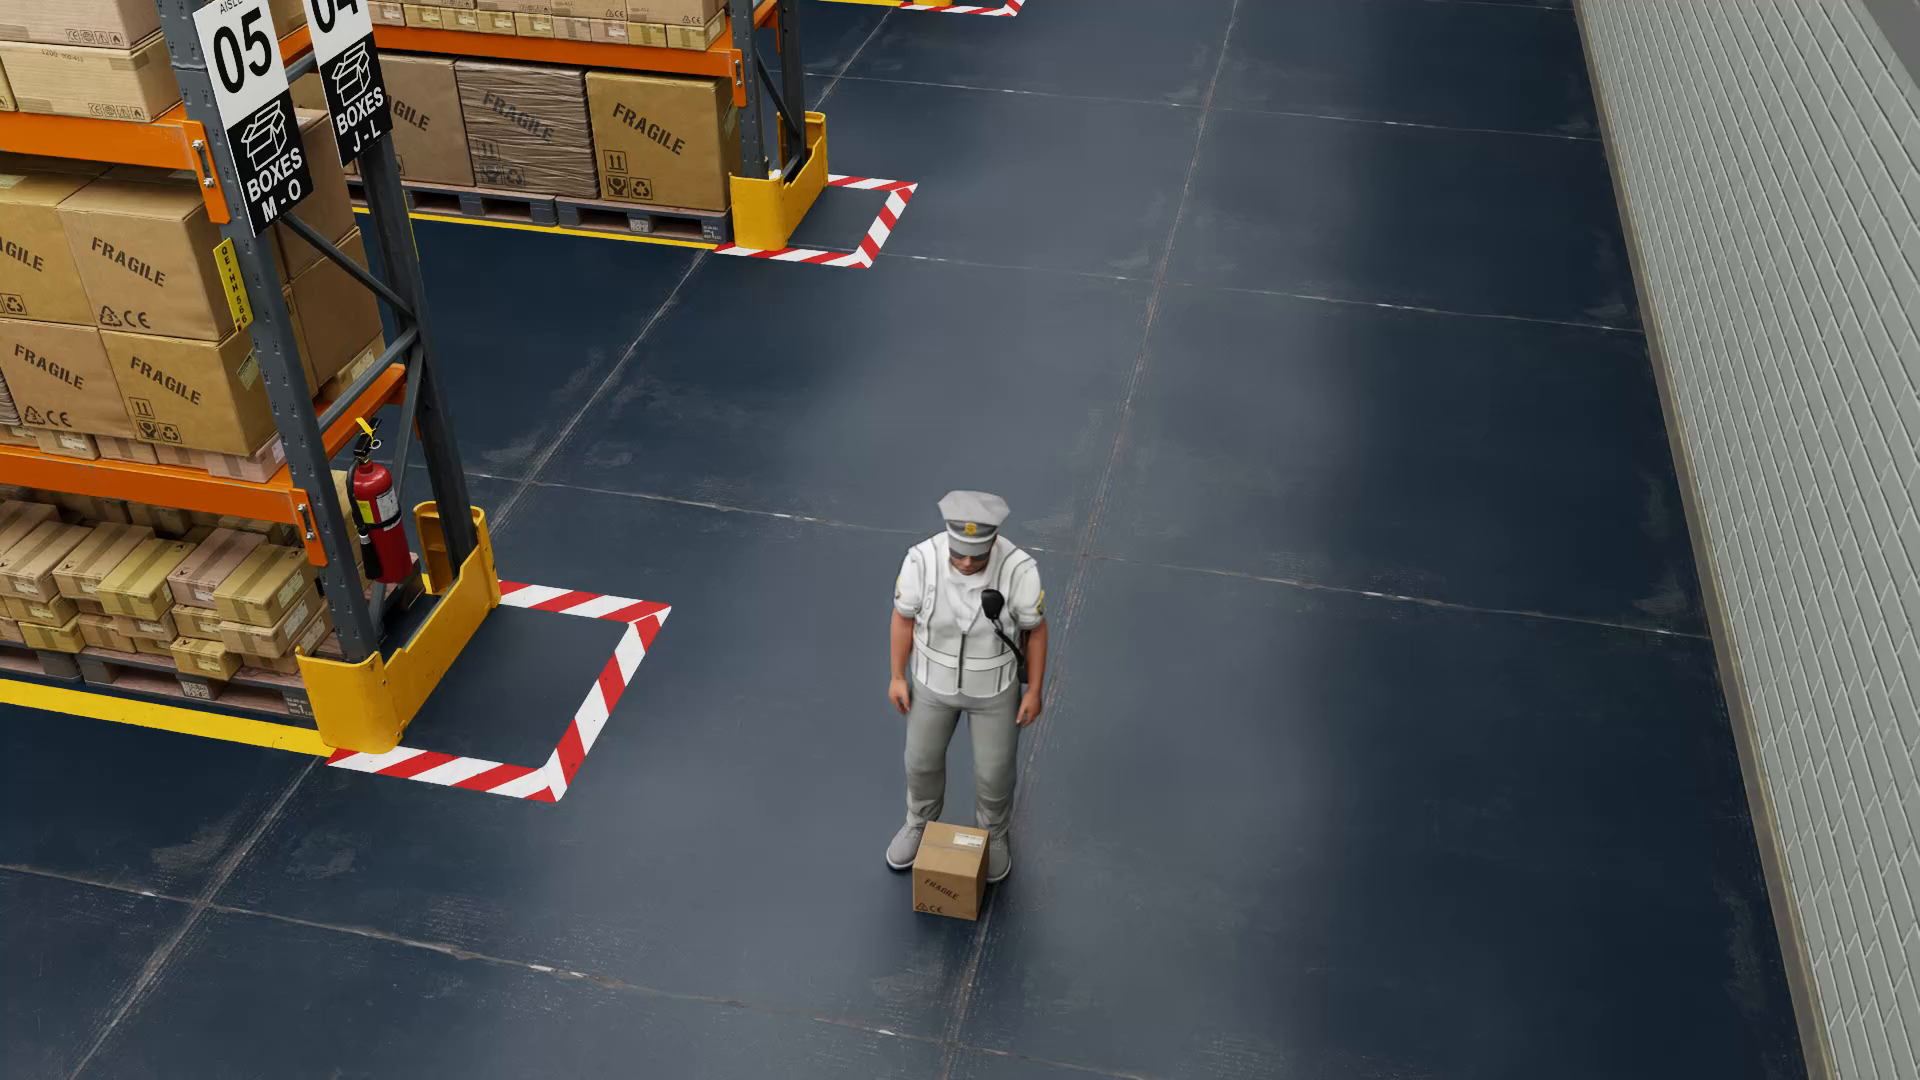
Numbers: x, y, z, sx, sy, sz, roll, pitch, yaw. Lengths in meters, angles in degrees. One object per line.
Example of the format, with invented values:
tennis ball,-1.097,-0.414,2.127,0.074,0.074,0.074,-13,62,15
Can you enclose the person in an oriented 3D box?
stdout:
person,0.023,0.523,6.249,0.601,1.747,0.441,5,37,7
